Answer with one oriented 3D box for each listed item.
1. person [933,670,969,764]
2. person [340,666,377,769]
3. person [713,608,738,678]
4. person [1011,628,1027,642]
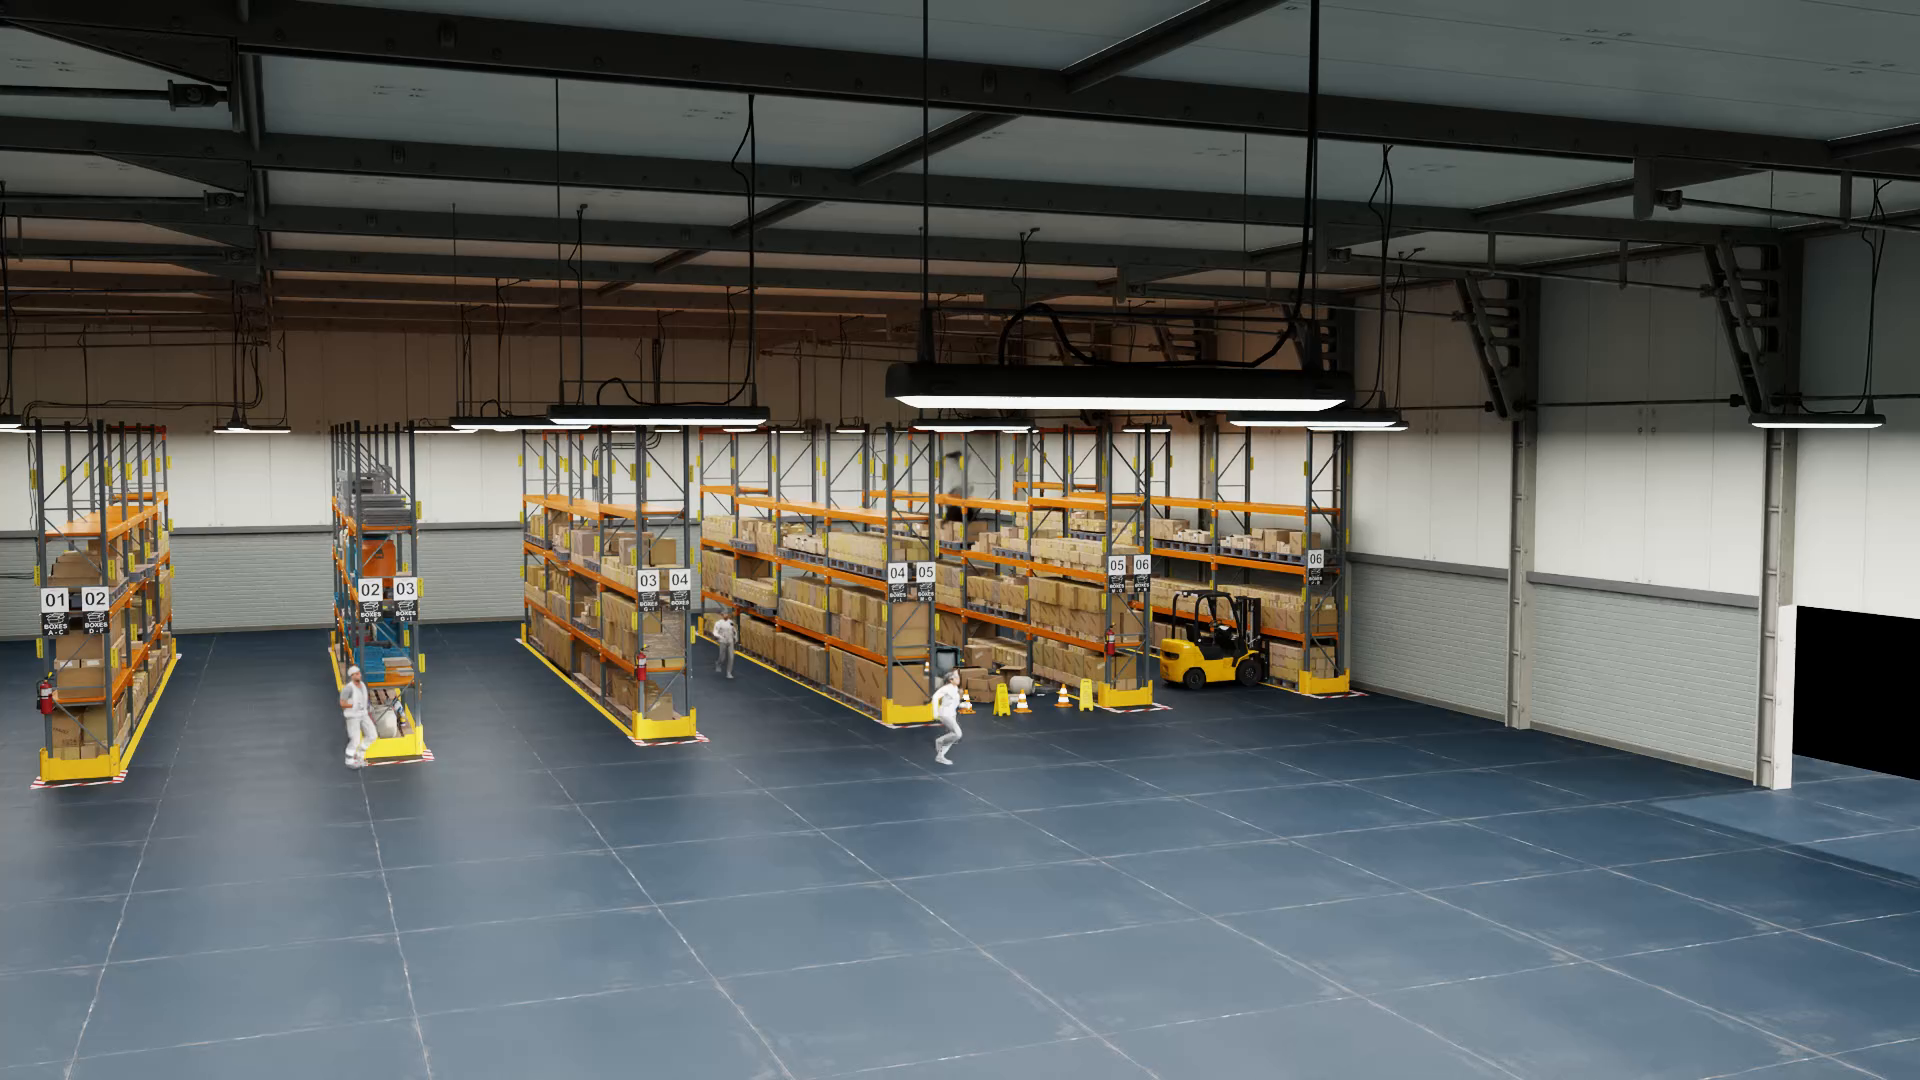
[{"bbox_3d":[-0.138,3.091,29.052,0.602,1.645,0.654,1,4,22],"label":"person"},{"bbox_3d":[-10.300,3.051,28.528,0.587,1.778,0.647,2,4,24],"label":"person"},{"bbox_3d":[-5.551,2.431,39.425,0.625,1.649,0.723,-2,4,-28],"label":"person"},{"bbox_3d":[1.671,1.995,46.106,0.600,1.785,0.853,-2,4,-25],"label":"person"}]
